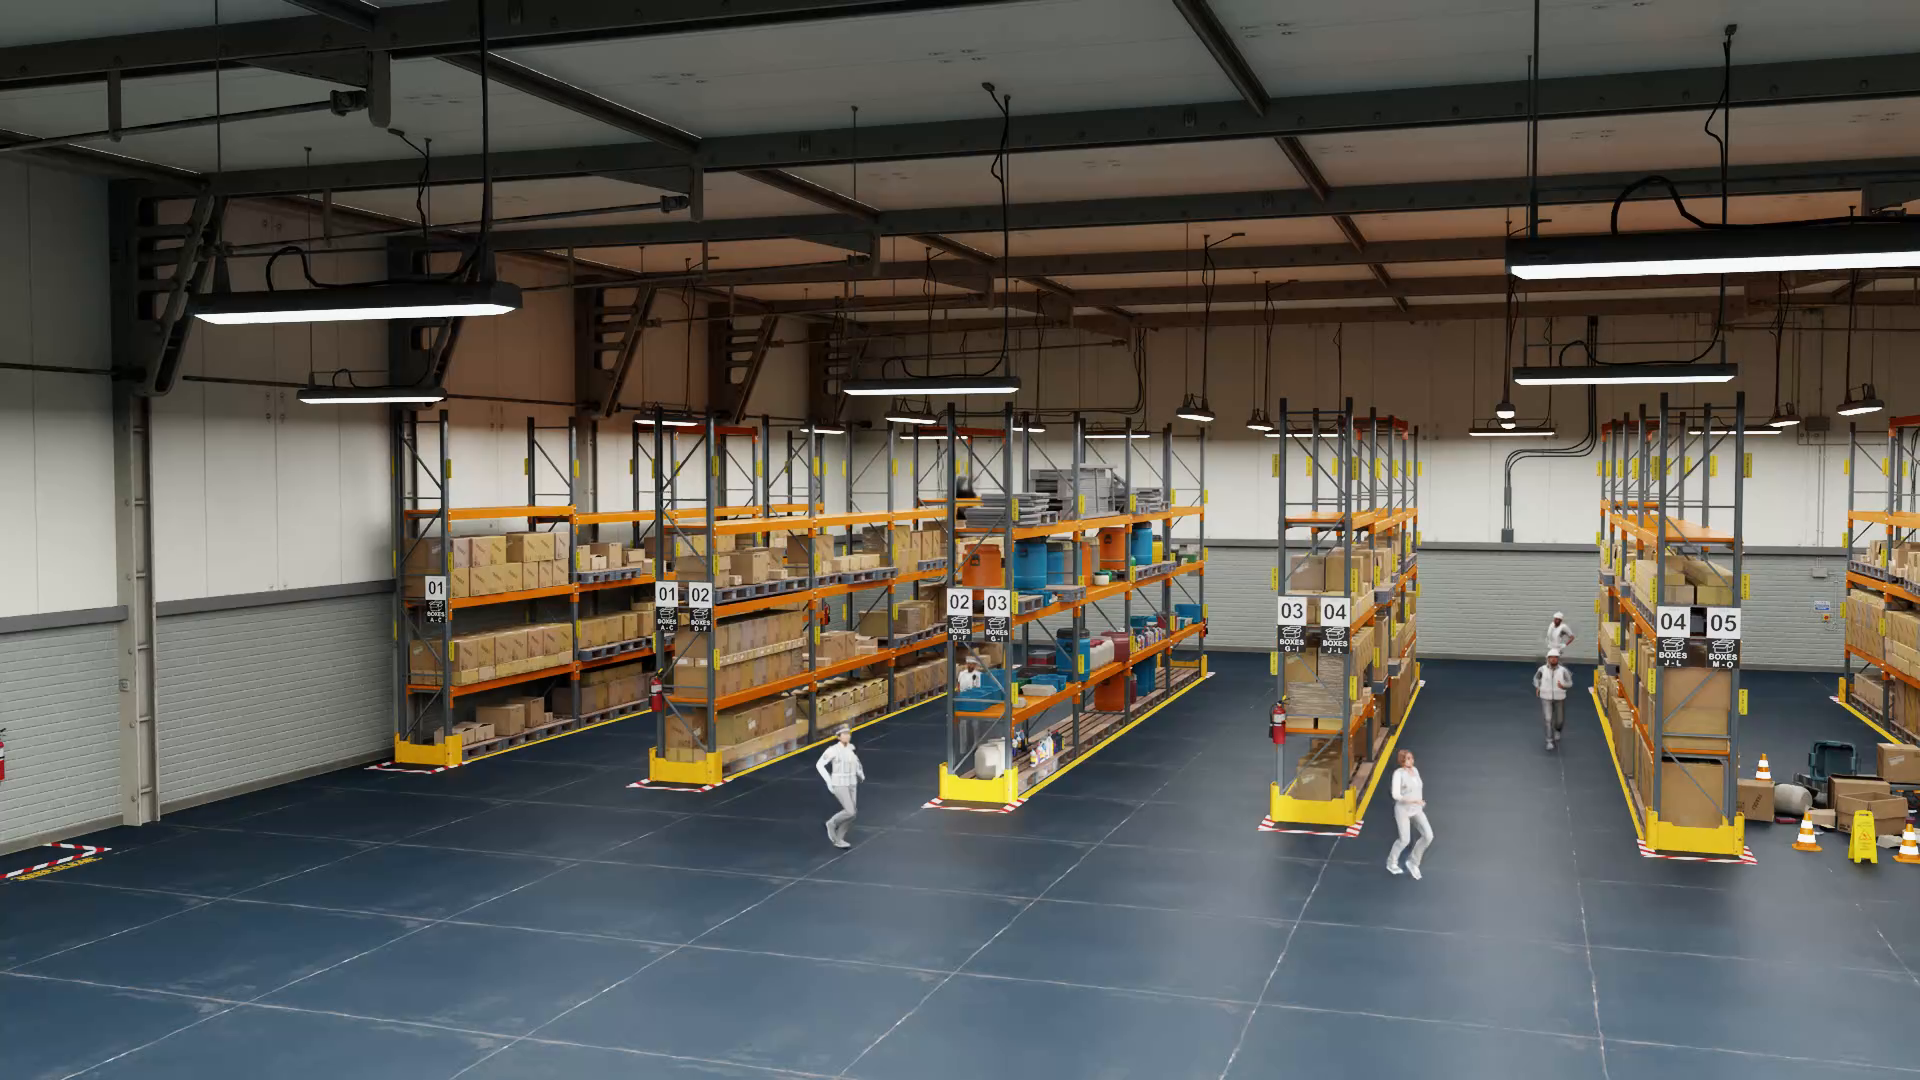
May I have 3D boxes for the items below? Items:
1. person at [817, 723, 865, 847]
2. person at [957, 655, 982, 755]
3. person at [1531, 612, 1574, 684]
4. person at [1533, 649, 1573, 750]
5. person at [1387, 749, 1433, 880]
[{"bbox_3d":[-1.494,3.235,21.875,0.550,1.645,0.613,2,3,44],"label":"person"},{"bbox_3d":[0.175,2.905,29.320,0.545,1.759,0.750,0,2,11],"label":"person"},{"bbox_3d":[13.758,2.501,38.257,0.973,1.709,0.733,-1,3,-15],"label":"person"},{"bbox_3d":[10.618,2.836,29.793,0.666,1.750,0.930,1,3,17],"label":"person"},{"bbox_3d":[5.491,3.345,20.315,0.548,1.585,0.661,-1,3,-27],"label":"person"}]
